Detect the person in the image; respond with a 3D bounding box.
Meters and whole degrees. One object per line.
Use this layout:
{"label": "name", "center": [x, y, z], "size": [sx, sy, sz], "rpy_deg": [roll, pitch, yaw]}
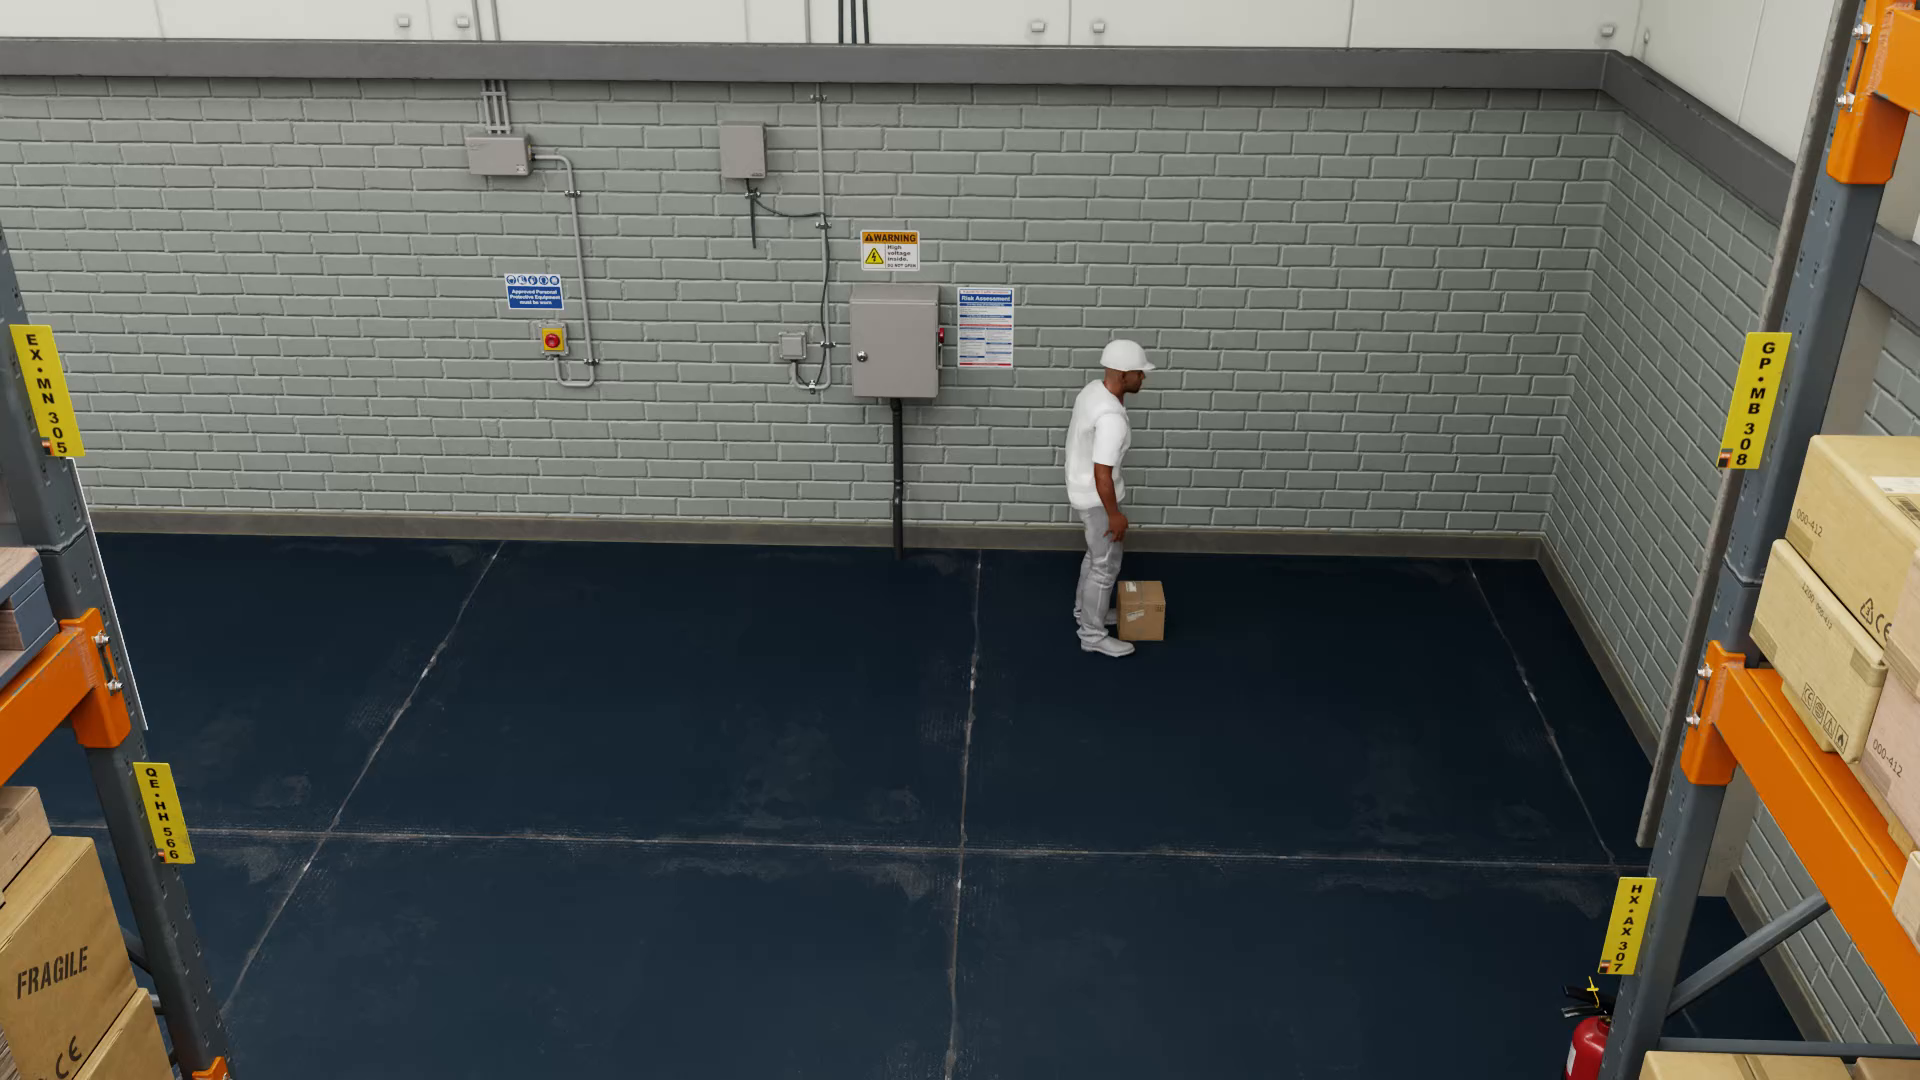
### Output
{"label": "person", "center": [0.800, -0.252, 9.082], "size": [0.458, 1.757, 0.638], "rpy_deg": [0, 28, 0]}
